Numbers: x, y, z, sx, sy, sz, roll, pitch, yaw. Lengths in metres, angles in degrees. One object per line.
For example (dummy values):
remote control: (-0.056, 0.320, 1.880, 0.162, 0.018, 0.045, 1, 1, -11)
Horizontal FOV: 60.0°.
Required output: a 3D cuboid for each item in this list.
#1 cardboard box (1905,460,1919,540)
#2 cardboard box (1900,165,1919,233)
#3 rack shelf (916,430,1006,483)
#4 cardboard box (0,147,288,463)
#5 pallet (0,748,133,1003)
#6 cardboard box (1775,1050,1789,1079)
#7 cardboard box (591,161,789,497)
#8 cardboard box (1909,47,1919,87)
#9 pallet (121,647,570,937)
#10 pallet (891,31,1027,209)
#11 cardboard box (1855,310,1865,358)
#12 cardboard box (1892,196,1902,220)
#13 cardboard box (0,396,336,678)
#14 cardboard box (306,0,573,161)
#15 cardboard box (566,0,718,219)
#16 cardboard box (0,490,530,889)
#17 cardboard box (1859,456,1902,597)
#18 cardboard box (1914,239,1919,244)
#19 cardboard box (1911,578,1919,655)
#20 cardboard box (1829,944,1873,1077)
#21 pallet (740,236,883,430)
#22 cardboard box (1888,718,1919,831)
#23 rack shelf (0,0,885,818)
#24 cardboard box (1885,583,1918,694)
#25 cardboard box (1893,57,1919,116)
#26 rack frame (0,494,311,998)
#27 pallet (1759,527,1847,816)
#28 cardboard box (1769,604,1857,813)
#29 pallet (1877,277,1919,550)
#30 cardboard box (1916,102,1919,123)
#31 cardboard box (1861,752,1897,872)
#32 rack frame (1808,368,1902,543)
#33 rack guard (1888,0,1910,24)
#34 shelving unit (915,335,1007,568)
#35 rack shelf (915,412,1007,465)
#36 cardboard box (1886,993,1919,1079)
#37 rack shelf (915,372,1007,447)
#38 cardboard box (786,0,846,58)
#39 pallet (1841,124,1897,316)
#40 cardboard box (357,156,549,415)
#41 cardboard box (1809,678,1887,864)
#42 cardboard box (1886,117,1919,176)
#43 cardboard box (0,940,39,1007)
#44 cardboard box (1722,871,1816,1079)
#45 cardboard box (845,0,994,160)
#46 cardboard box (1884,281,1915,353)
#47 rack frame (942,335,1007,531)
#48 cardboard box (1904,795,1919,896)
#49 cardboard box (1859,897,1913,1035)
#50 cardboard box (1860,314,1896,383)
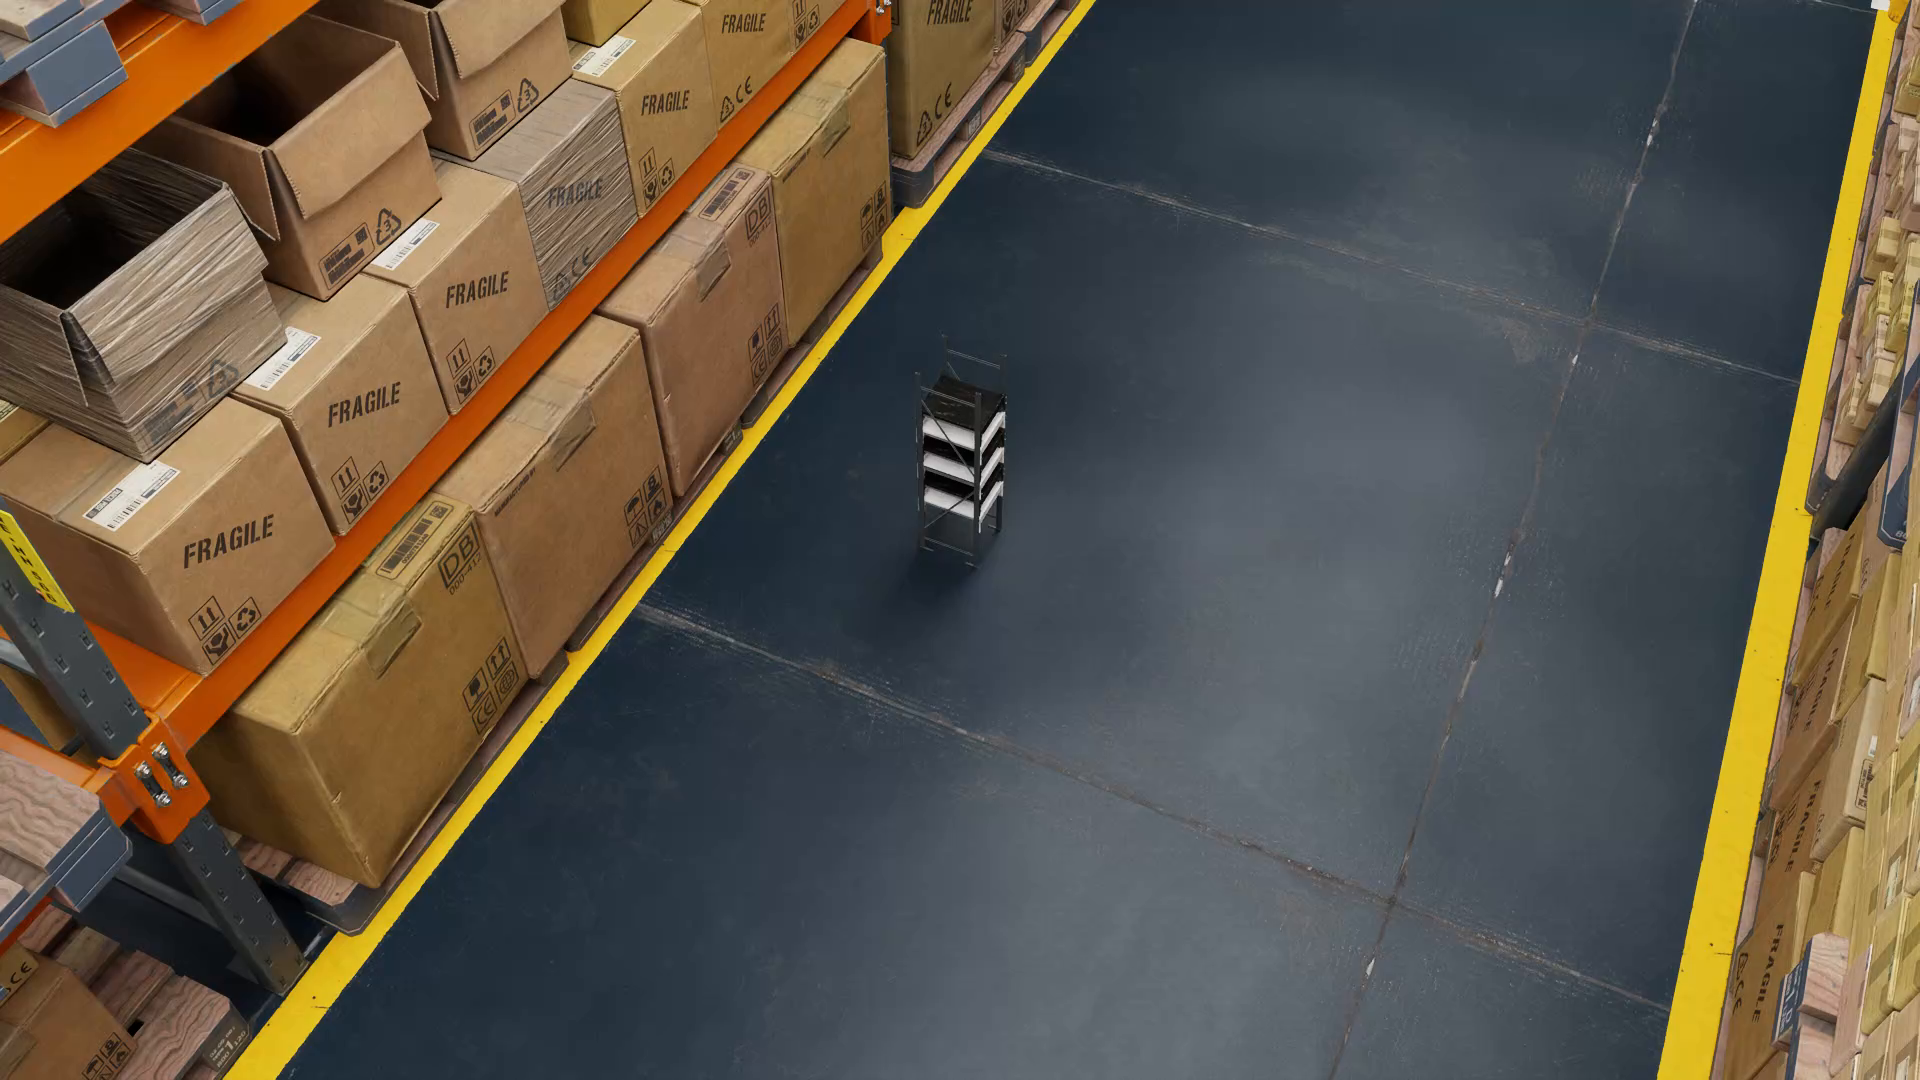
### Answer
cardboard box: (2.644, -0.074, 4.233, 0.380, 0.149, 0.250, 18, 52, 15)
cardboard box: (3.971, -1.320, 6.609, 0.380, 0.149, 0.250, 17, 52, 14)
rack shelf: (0.003, -0.334, 5.869, 0.258, 0.077, 0.200, 20, 52, 16)
cardboard box: (-2.155, -0.637, 4.099, 0.797, 0.503, 0.637, 21, 53, 17)
pallet: (-2.691, 0.806, 3.721, 1.213, 0.211, 1.003, 20, 52, 16)
cardboard box: (2.220, 1.425, 3.941, 0.500, 0.250, 0.500, 20, 53, 17)
cardboard box: (-1.410, -0.921, 6.183, 1.225, 0.875, 0.875, 18, 52, 15)
cardboard box: (4.520, -2.130, 7.493, 0.380, 0.149, 0.250, 21, 53, 17)
pallet: (-2.077, 0.603, 5.598, 1.003, 0.211, 1.213, 20, 52, 16)
pallet: (-0.378, -2.131, 7.924, 1.003, 0.211, 1.213, 20, 52, 16)
cardboard box: (3.768, -0.801, 6.558, 0.380, 0.149, 0.250, 18, 52, 15)
cardboard box: (4.142, -1.316, 6.997, 0.380, 0.149, 0.250, 21, 53, 17)
cardboard box: (-2.029, -0.060, 4.266, 0.500, 0.500, 0.500, 21, 53, 17)
cardboard box: (-1.594, -1.549, 4.874, 0.797, 0.503, 0.637, 21, 53, 17)
cardboard box: (-1.161, -1.457, 5.455, 0.500, 0.500, 0.500, 19, 52, 16)
cardboard box: (-2.169, 0.302, 5.143, 1.225, 0.875, 0.875, 18, 52, 14)
cardboard box: (3.113, 0.001, 5.153, 0.500, 0.250, 0.500, 18, 52, 15)
cardboard box: (3.914, -1.003, 6.535, 0.380, 0.149, 0.250, 20, 53, 16)
cardboard box: (2.417, 0.195, 3.808, 0.380, 0.149, 0.250, 19, 52, 15)
cardboard box: (1.971, 1.010, 3.310, 0.380, 0.149, 0.250, 21, 53, 17)
pallet: (-1.035, -1.077, 7.028, 1.003, 0.211, 1.213, 20, 52, 16)
cardboard box: (2.197, 0.553, 3.504, 0.380, 0.149, 0.250, 19, 52, 16)
rack shelf: (-1.628, -0.926, 5.541, 1.077, 0.370, 4.000, 20, 52, 16)
cardboard box: (2.420, 0.287, 3.925, 0.380, 0.149, 0.250, 18, 52, 14)
cardboard box: (4.517, -2.042, 7.614, 0.380, 0.149, 0.250, 20, 53, 17)
rack frame: (-2.482, 0.218, 4.095, 1.000, 3.000, 0.127, 20, 52, 16)
pallet: (3.337, 0.587, 5.612, 1.003, 0.211, 1.213, 20, 52, 16)
cardboard box: (2.888, 0.609, 5.128, 0.500, 0.500, 0.500, 22, 53, 18)
pallet: (3.210, -0.312, 4.672, 1.003, 0.211, 1.213, 20, 52, 16)
cardboard box: (4.301, -1.849, 7.060, 0.380, 0.149, 0.250, 21, 53, 17)
cardboard box: (2.195, 0.654, 3.613, 0.380, 0.149, 0.250, 18, 52, 15)
rack frame: (3.668, -0.853, 5.006, 1.000, 3.000, 0.127, 20, 52, 16)
rack guard: (5.344, -2.745, 8.257, 1.175, 0.500, 0.348, 20, 52, 16)
shelving unit: (0.003, -0.297, 5.912, 0.258, 0.900, 0.210, 20, 52, 16)
rack shelf: (0.003, -0.392, 5.800, 0.258, 0.077, 0.200, 20, 52, 16)
cardboard box: (1.863, 0.995, 2.932, 0.380, 0.149, 0.250, 19, 52, 16)
rack shelf: (0.003, -0.451, 5.732, 0.258, 0.077, 0.200, 20, 52, 16)
cardboard box: (-0.726, -2.158, 6.051, 0.500, 0.500, 0.500, 20, 52, 16)
pallet: (4.443, -1.266, 7.189, 1.003, 0.211, 1.213, 20, 52, 16)
cardboard box: (-1.595, -0.770, 4.870, 0.500, 0.500, 0.500, 19, 52, 15)
cardboard box: (2.666, 0.718, 4.542, 0.500, 0.250, 0.500, 22, 53, 17)
cardboard box: (4.310, -1.692, 7.317, 0.380, 0.149, 0.250, 17, 52, 14)
cardboard box: (-2.742, 1.114, 4.193, 0.500, 0.250, 0.500, 22, 53, 18)
cardboard box: (2.440, 1.312, 4.530, 0.500, 0.500, 0.500, 18, 52, 14)
cardboard box: (-0.419, -2.412, 7.452, 0.875, 0.875, 0.875, 20, 52, 16)
cardboard box: (3.658, -0.776, 6.147, 0.380, 0.149, 0.250, 20, 53, 17)
rack frame: (0.047, -0.367, 5.972, 0.240, 0.900, 0.006, 20, 52, 16)
cardboard box: (2.086, 0.630, 3.243, 0.380, 0.149, 0.250, 21, 53, 17)
cardboard box: (1.981, 0.896, 3.212, 0.380, 0.149, 0.250, 21, 53, 17)
cardboard box: (3.619, -0.672, 6.253, 0.380, 0.149, 0.250, 18, 52, 14)
